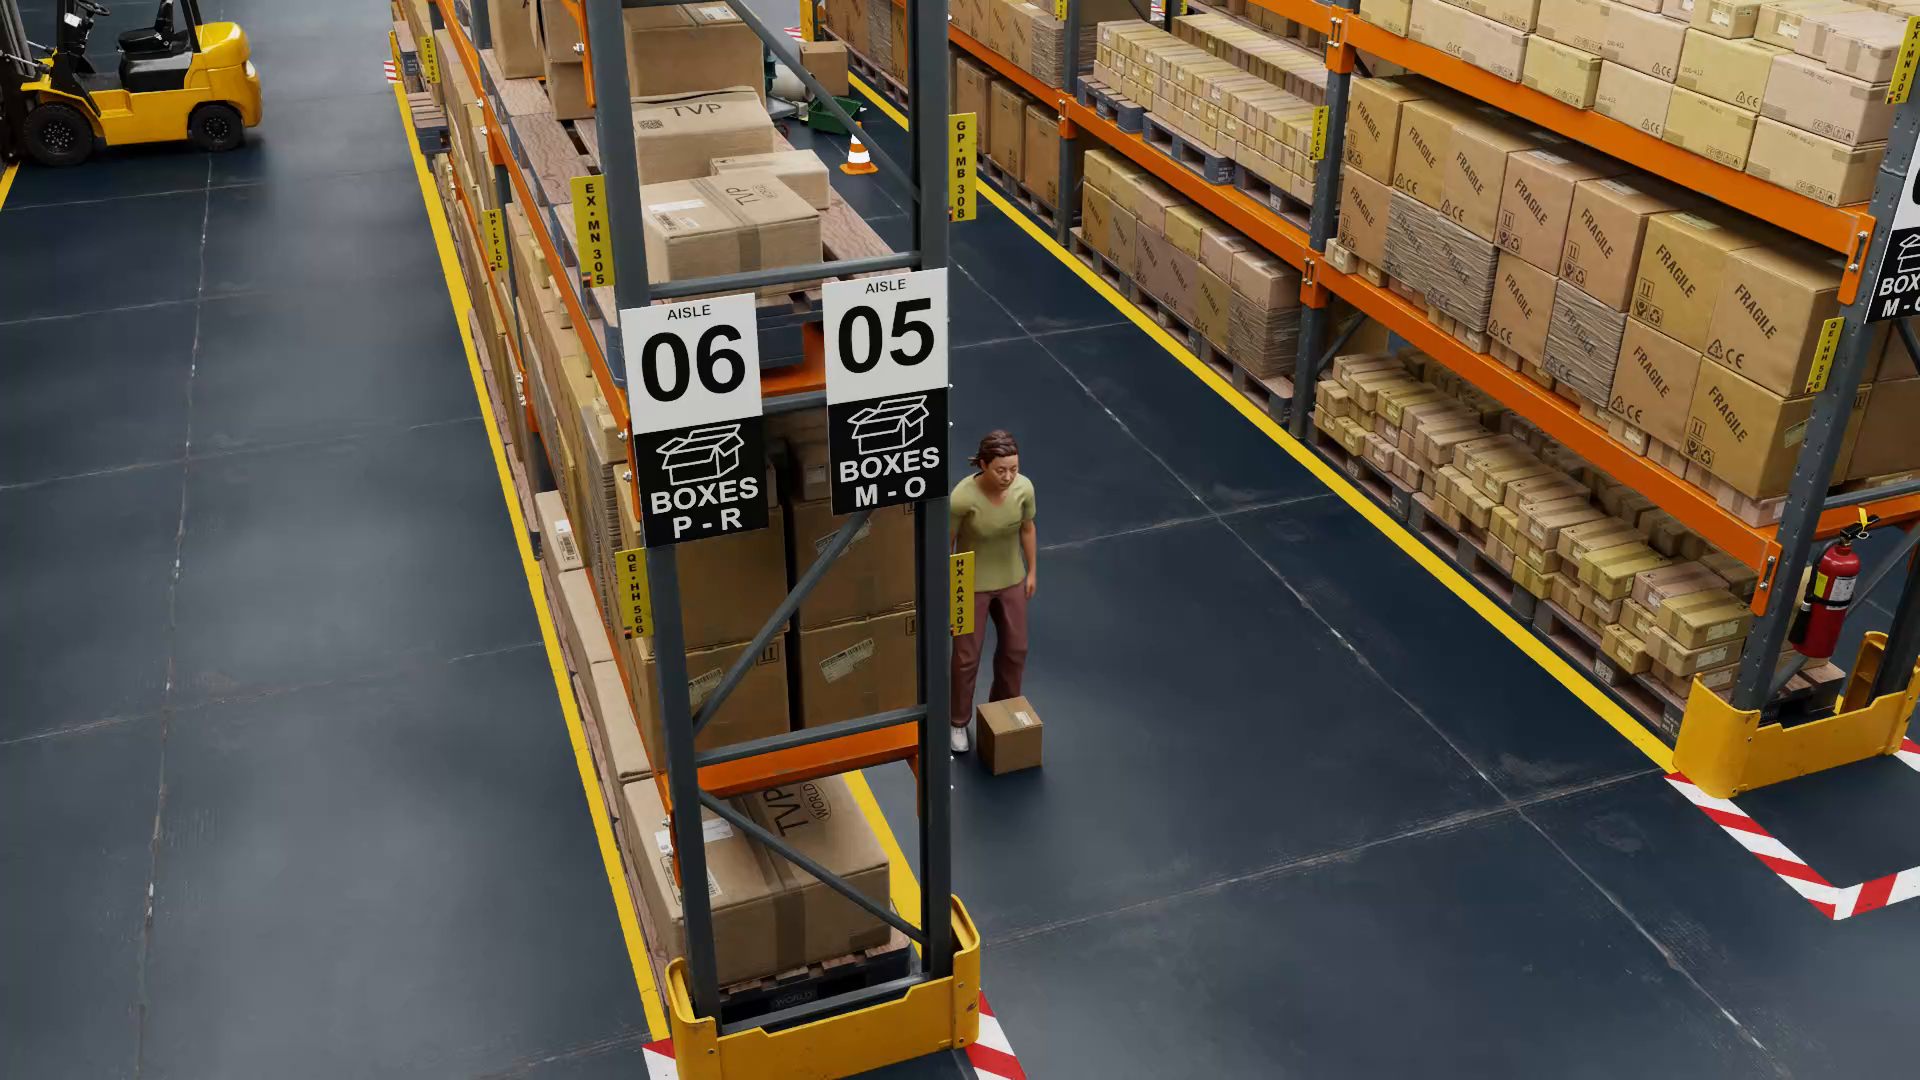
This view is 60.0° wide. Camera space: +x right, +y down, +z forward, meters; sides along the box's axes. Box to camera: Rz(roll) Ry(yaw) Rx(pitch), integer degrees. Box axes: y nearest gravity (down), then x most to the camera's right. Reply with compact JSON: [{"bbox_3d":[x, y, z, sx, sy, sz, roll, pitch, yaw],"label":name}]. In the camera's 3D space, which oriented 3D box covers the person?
[{"bbox_3d":[0.147,0.220,7.959,0.496,1.672,0.360,-10,31,-17],"label":"person"}]
